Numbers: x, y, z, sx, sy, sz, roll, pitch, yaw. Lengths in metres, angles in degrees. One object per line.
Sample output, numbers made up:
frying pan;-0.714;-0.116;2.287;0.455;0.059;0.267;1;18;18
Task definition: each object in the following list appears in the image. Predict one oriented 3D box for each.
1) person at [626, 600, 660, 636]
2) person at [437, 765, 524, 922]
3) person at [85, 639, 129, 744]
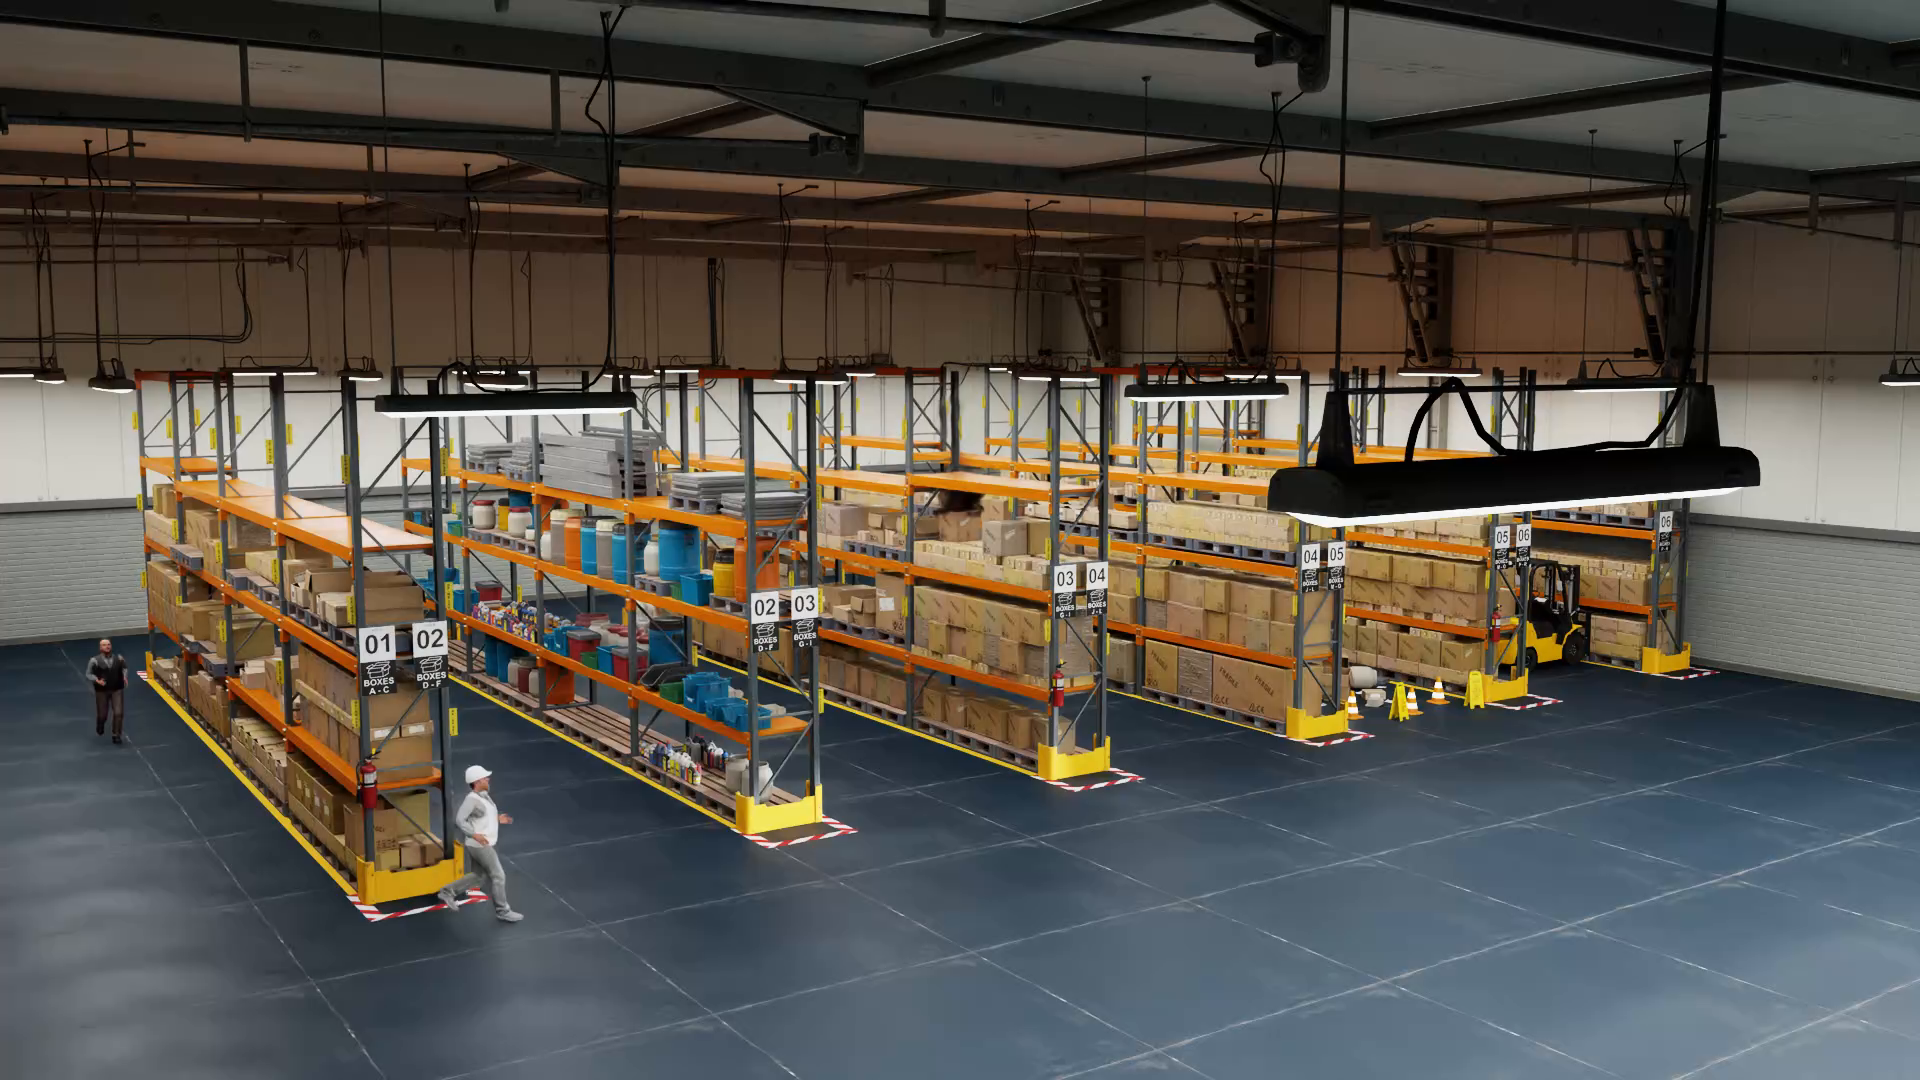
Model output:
person;-6.399;1.696;33.617;0.686;1.766;0.957;-4;7;-30
person;-5.351;3.377;18.470;0.931;1.778;0.663;-1;7;-12
person;-13.835;2.448;27.043;0.669;1.684;0.760;-5;8;-38
